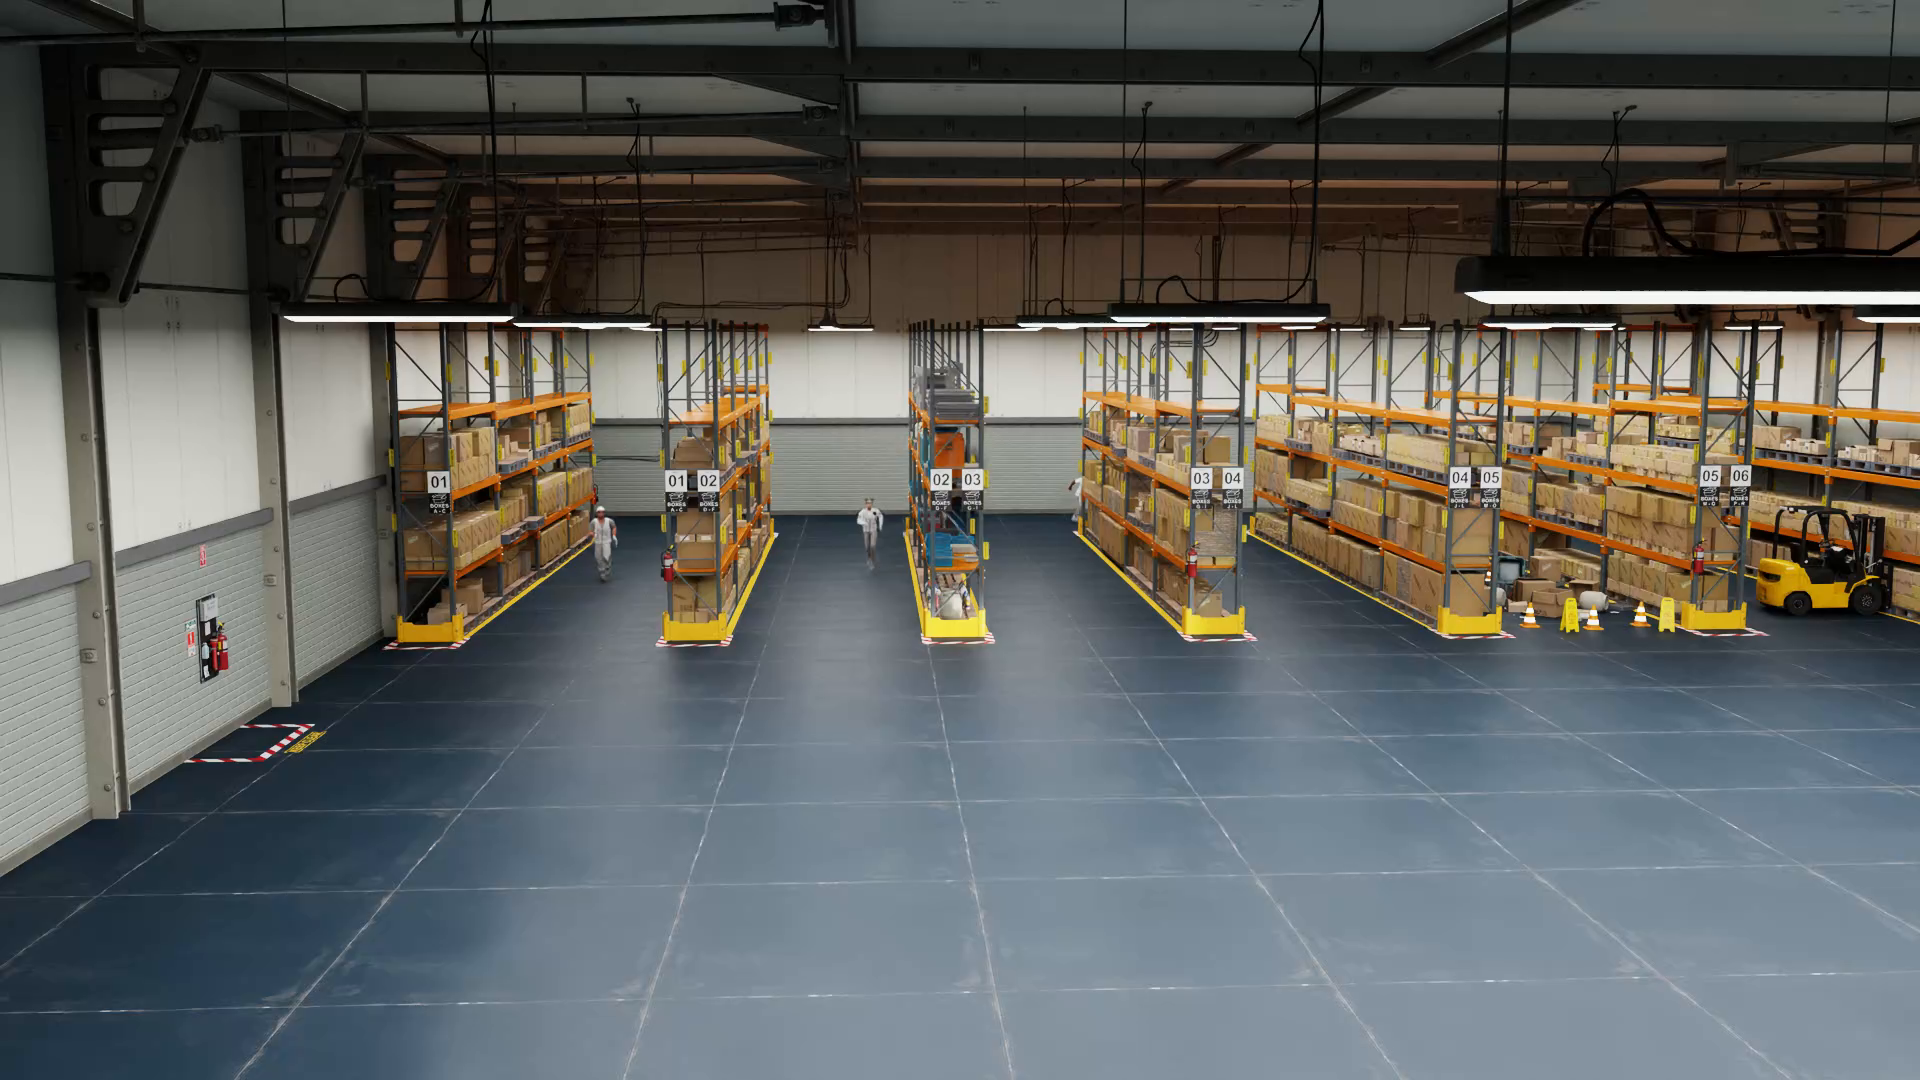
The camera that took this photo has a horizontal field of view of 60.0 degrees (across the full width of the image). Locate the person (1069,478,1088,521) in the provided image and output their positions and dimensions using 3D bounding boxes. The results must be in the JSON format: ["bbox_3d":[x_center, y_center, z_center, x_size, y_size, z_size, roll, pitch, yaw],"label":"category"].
[{"bbox_3d":[3.768,-1.298,50.484,0.699,1.533,1.077,-3,8,-22],"label":"person"}]

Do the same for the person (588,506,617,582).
[{"bbox_3d":[-8.247,0.099,38.390,0.639,1.766,0.777,-1,7,-7],"label":"person"}]

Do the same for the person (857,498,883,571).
[{"bbox_3d":[-2.126,-0.158,39.245,0.568,1.720,0.809,0,7,4],"label":"person"}]
